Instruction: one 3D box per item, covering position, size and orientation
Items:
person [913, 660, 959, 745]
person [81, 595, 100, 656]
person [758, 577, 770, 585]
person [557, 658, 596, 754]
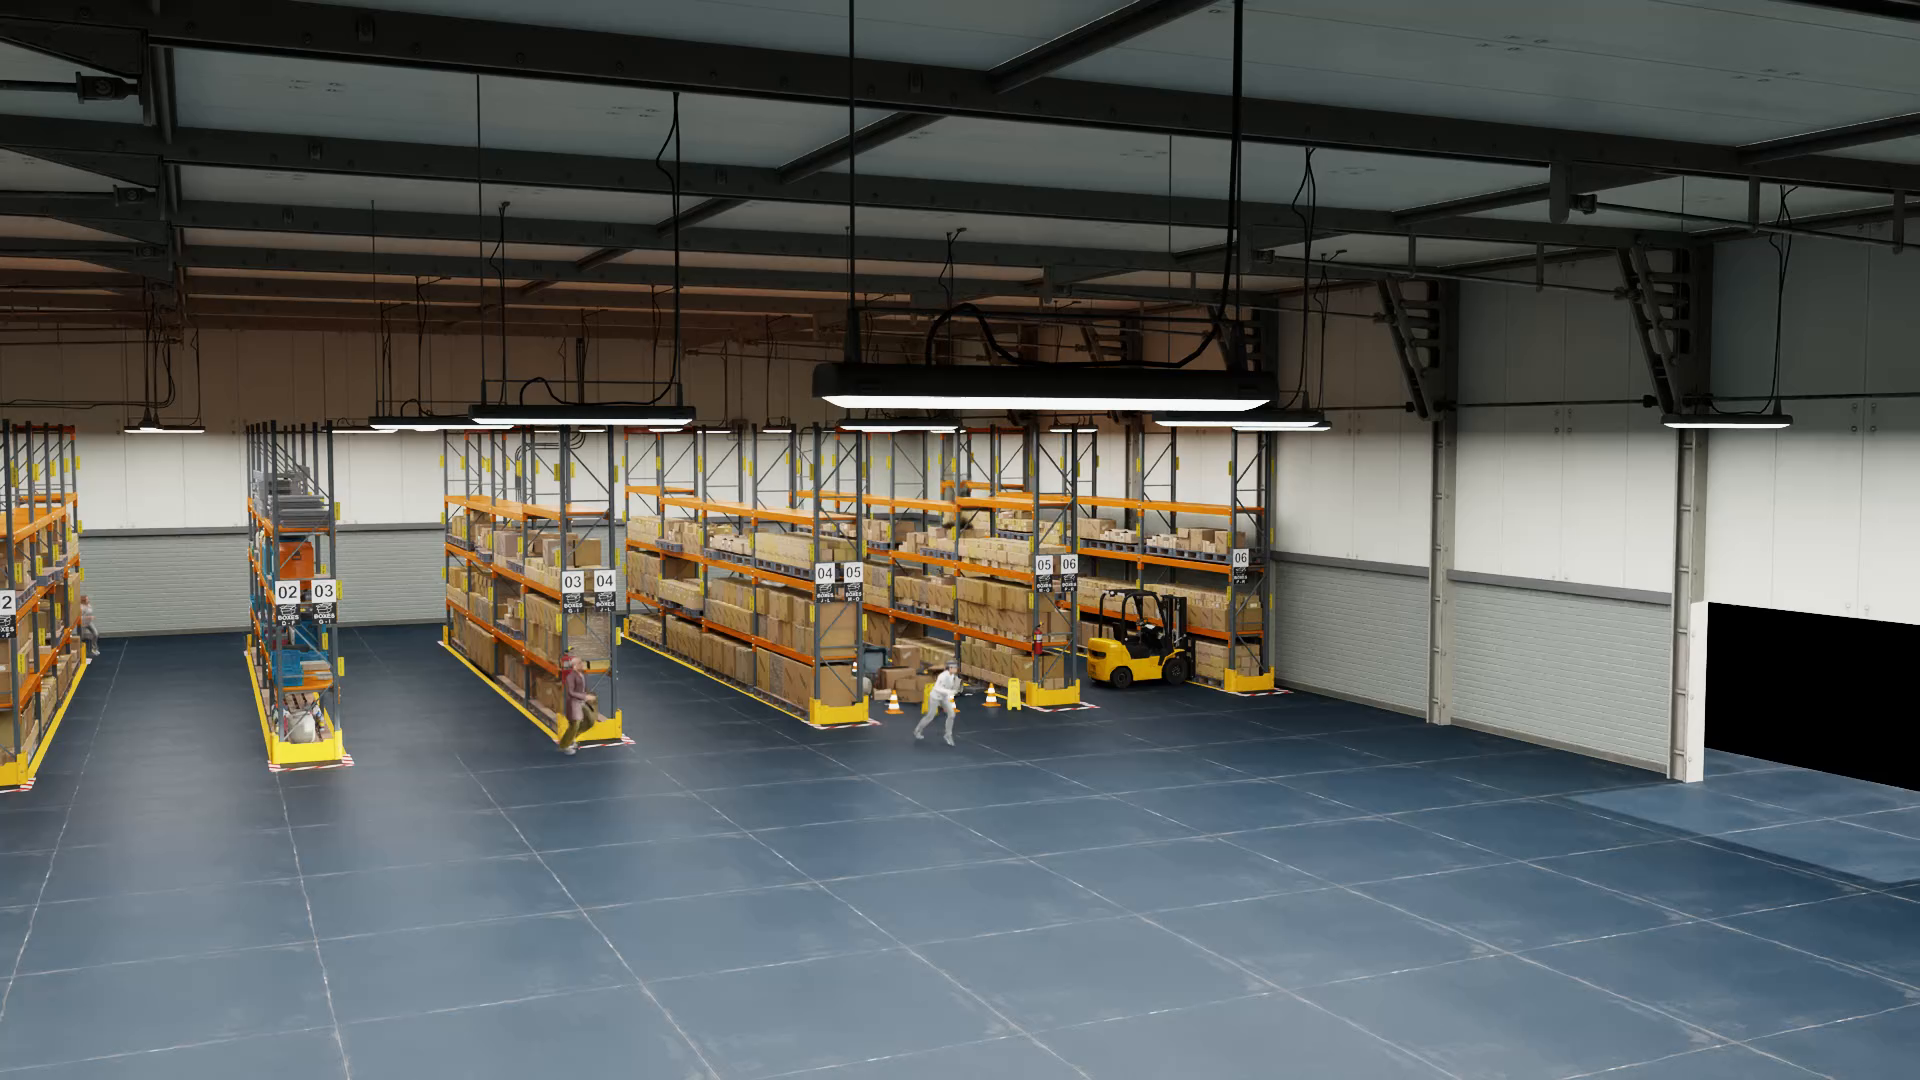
[{"bbox_3d":[-0.437,3.023,31.002,0.951,1.622,0.655,2,4,29],"label":"person"},{"bbox_3d":[-22.815,2.241,43.331,0.771,1.619,0.526,1,4,14],"label":"person"},{"bbox_3d":[-5.847,1.786,50.854,0.904,1.525,0.650,-1,4,-19],"label":"person"},{"bbox_3d":[-6.886,2.979,30.004,0.786,1.739,0.734,1,4,15],"label":"person"}]
